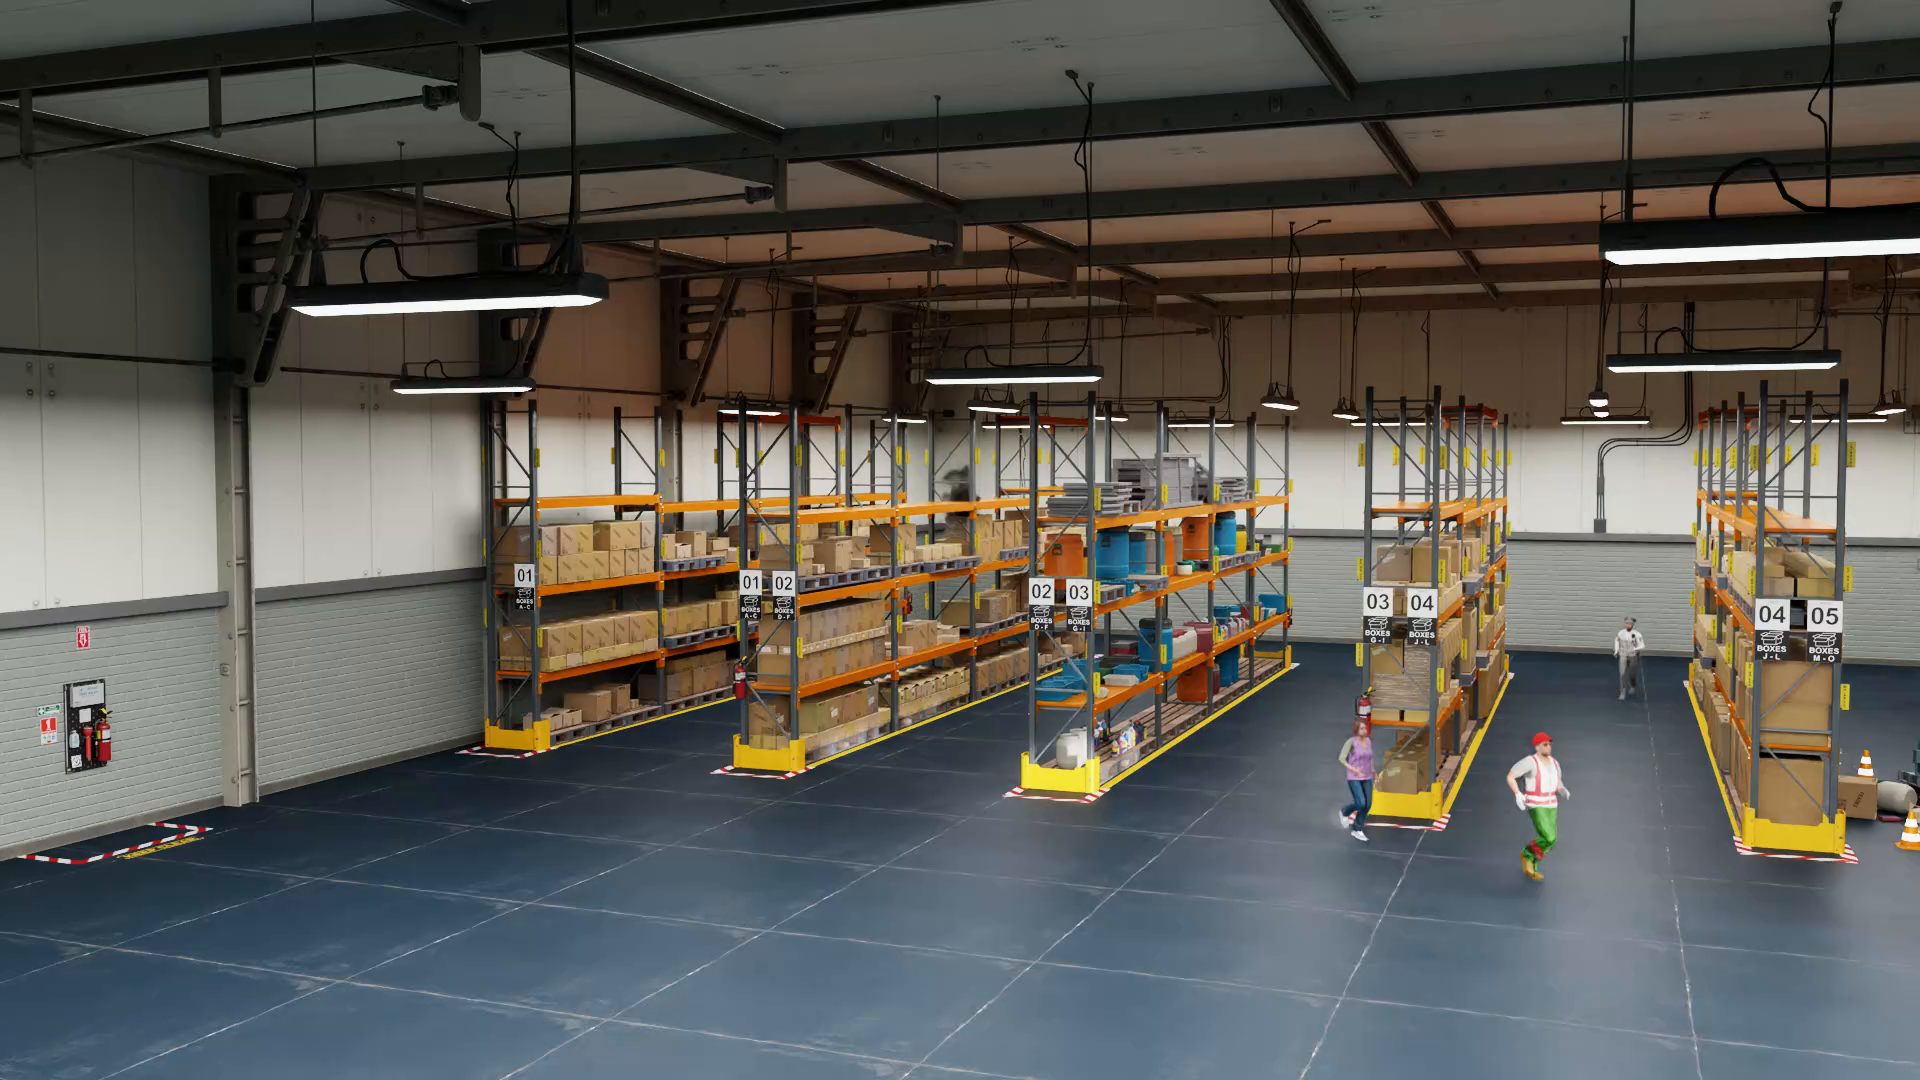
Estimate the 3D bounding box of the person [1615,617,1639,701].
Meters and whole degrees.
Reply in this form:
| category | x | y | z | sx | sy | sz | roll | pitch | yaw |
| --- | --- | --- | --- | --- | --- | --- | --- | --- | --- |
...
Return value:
| category | x | y | z | sx | sy | sz | roll | pitch | yaw |
| --- | --- | --- | --- | --- | --- | --- | --- | --- | --- |
| person | 13.888 | 2.444 | 34.627 | 0.479 | 1.710 | 0.867 | 2 | 3 | 31 |

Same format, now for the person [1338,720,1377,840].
| category | x | y | z | sx | sy | sz | roll | pitch | yaw |
| --- | --- | --- | --- | --- | --- | --- | --- | --- | --- |
| person | 5.228 | 3.198 | 21.932 | 0.524 | 1.486 | 0.529 | -1 | 3 | -23 |

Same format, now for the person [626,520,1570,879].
| category | x | y | z | sx | sy | sz | roll | pitch | yaw |
| --- | --- | --- | --- | --- | --- | --- | --- | --- | --- |
| person | 0.337 | 1.828 | 25.694 | 6.651 | 3.795 | 17.539 | -1 | 3 | -27 |
